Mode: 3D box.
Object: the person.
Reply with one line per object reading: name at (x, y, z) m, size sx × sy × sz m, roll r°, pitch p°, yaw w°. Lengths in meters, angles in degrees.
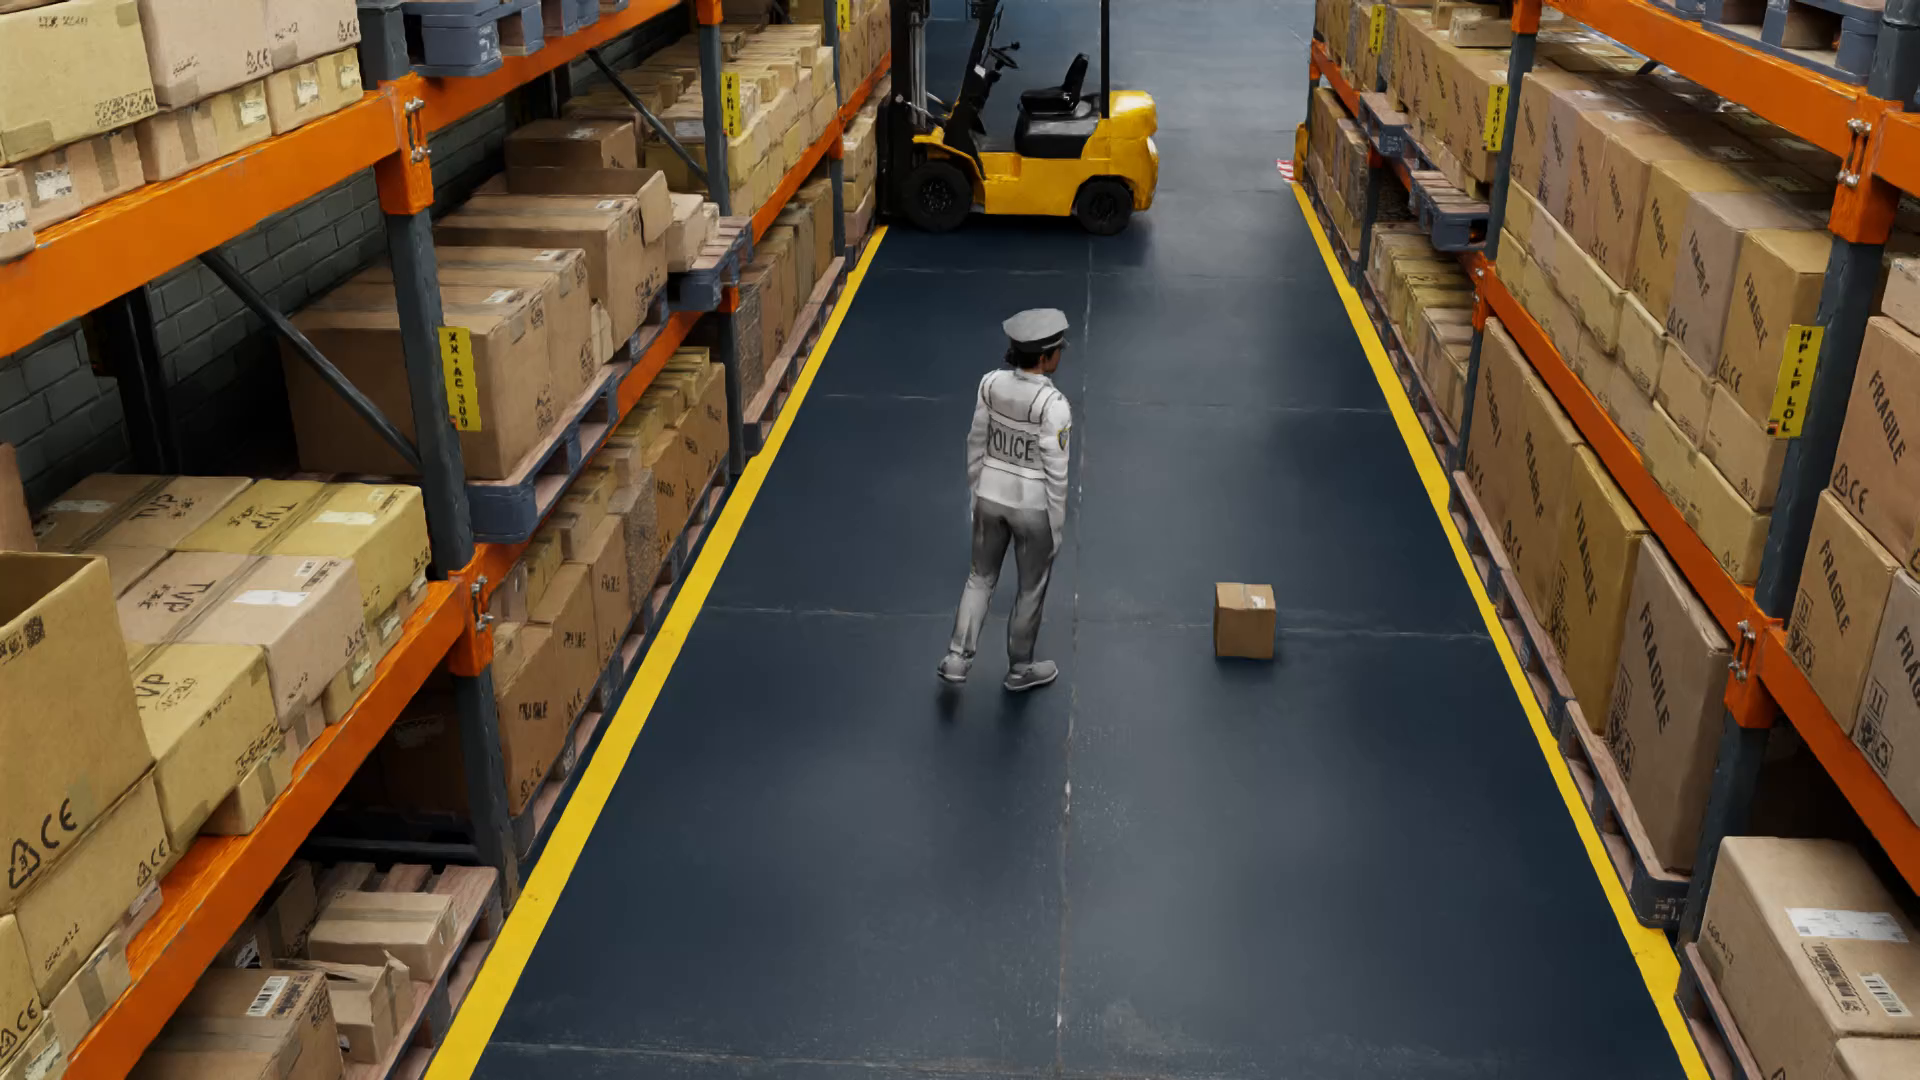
person at (0.191, -0.104, 6.814) m, size 0.510 × 1.670 × 0.578 m, roll 17°, pitch 30°, yaw 33°
